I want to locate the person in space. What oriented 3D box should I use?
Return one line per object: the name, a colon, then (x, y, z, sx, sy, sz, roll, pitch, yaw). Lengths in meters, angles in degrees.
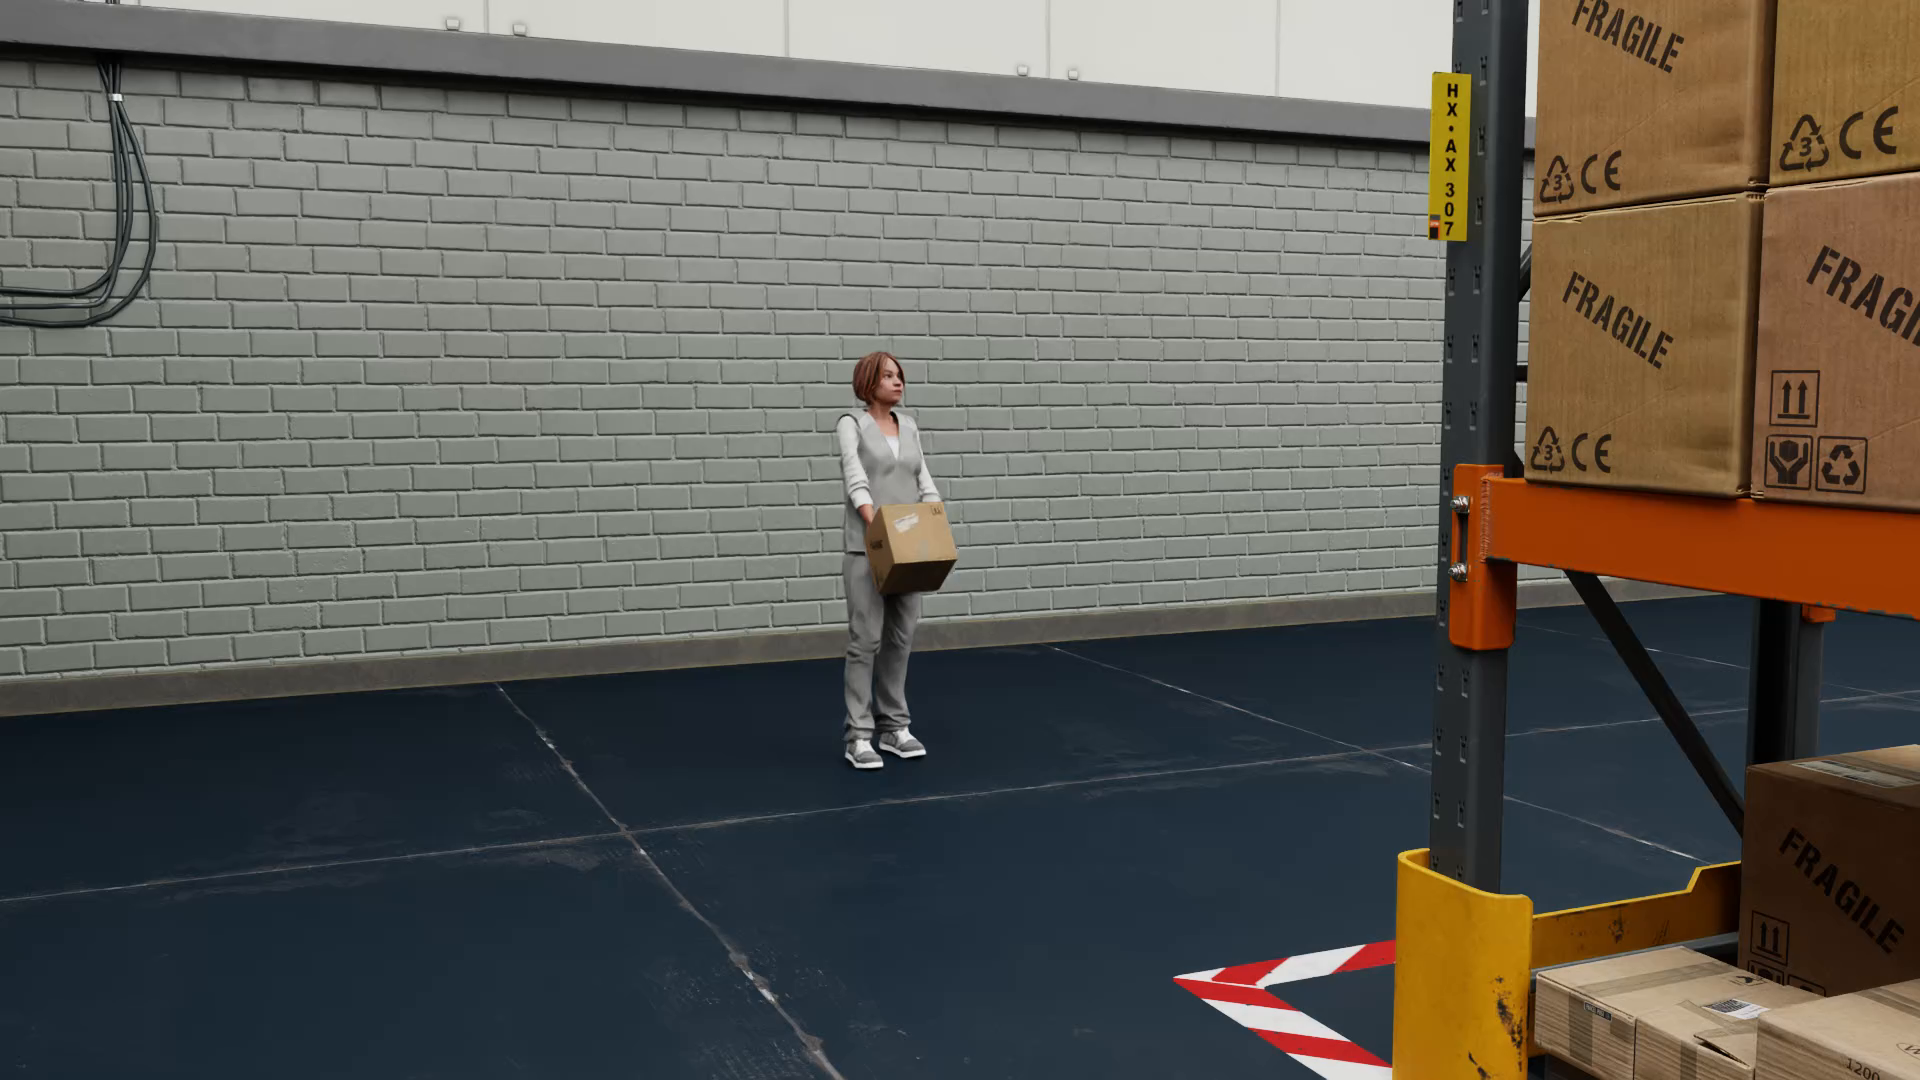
person: (-0.276, 0.064, 6.516, 0.466, 1.601, 0.448, -4, 7, -37)
